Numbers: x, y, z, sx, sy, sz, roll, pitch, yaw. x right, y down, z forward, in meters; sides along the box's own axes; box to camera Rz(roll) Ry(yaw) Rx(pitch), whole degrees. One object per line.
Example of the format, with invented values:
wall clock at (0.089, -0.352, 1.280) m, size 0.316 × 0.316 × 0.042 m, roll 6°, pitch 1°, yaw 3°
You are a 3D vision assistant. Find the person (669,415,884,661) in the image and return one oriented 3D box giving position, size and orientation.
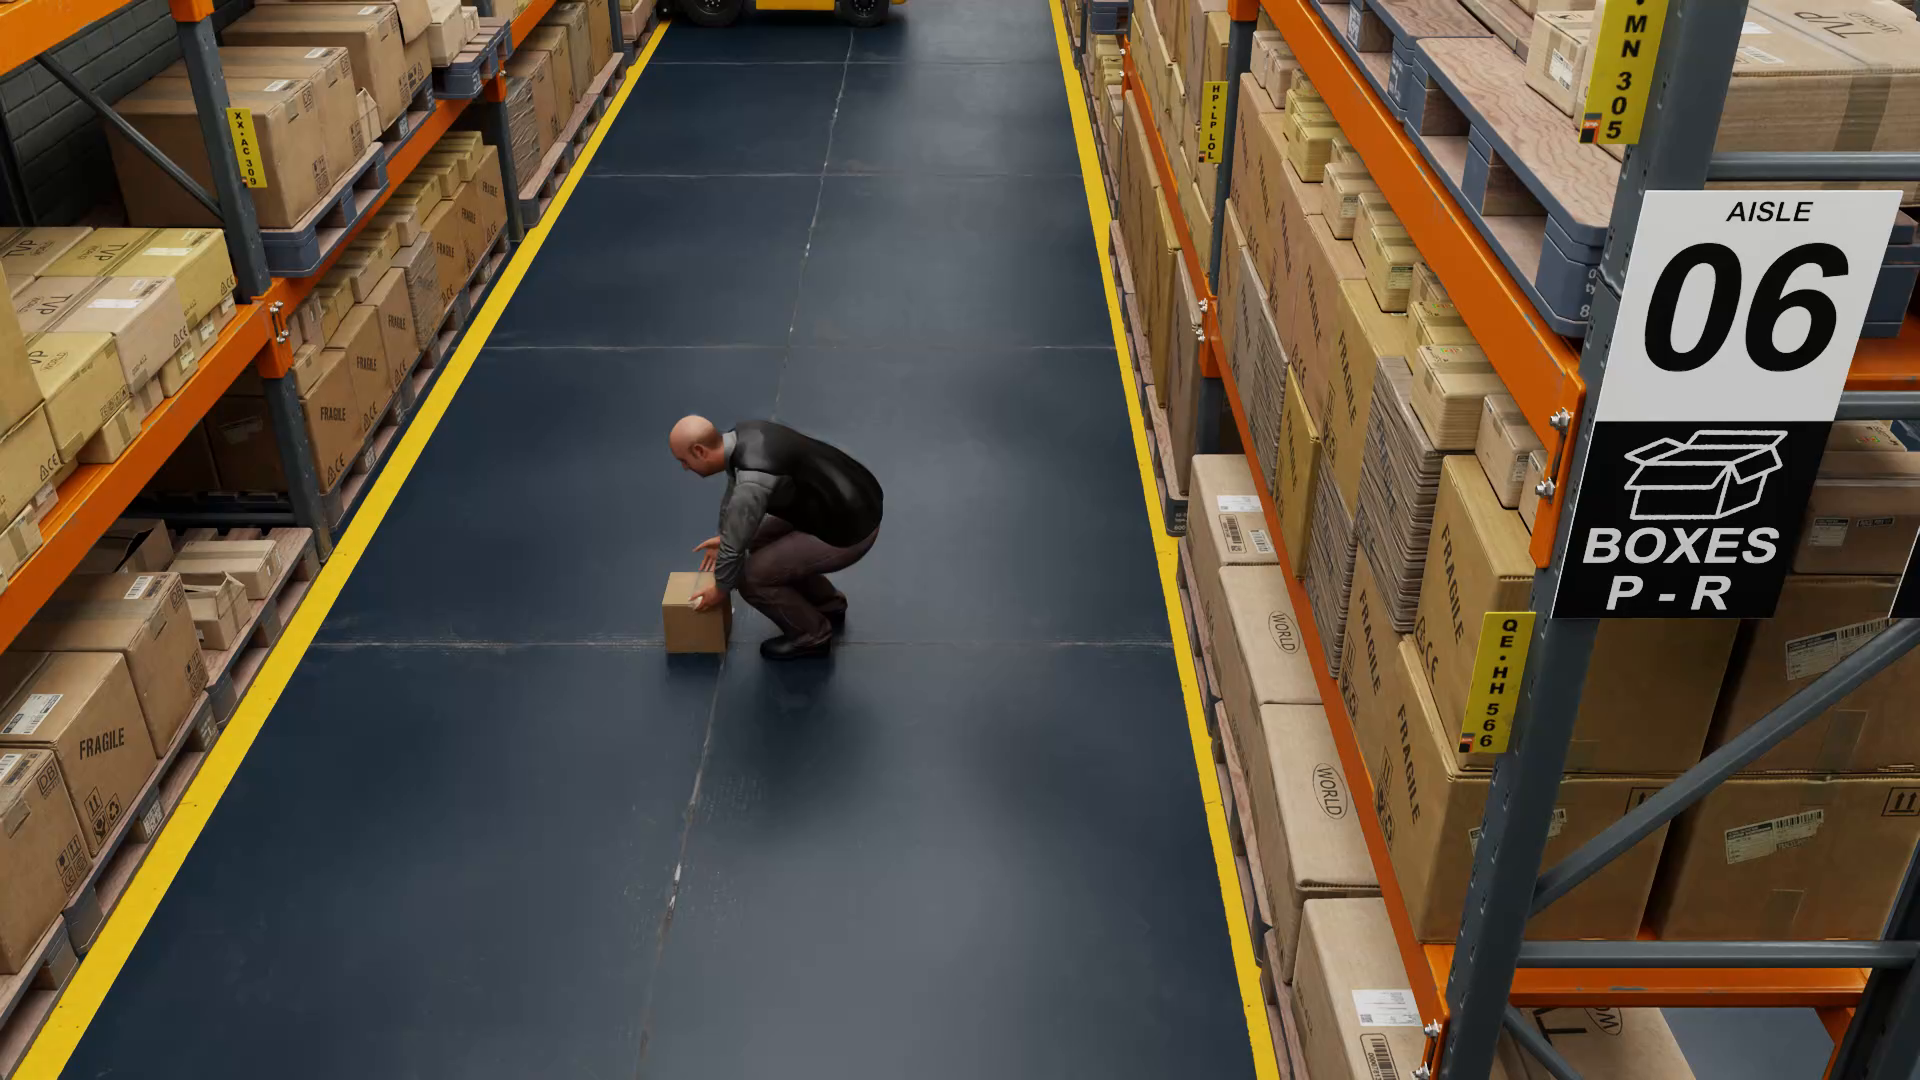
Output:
person at (-0.732, -0.030, 6.825) m, size 0.837 × 1.083 × 0.559 m, roll 0°, pitch 31°, yaw 0°
